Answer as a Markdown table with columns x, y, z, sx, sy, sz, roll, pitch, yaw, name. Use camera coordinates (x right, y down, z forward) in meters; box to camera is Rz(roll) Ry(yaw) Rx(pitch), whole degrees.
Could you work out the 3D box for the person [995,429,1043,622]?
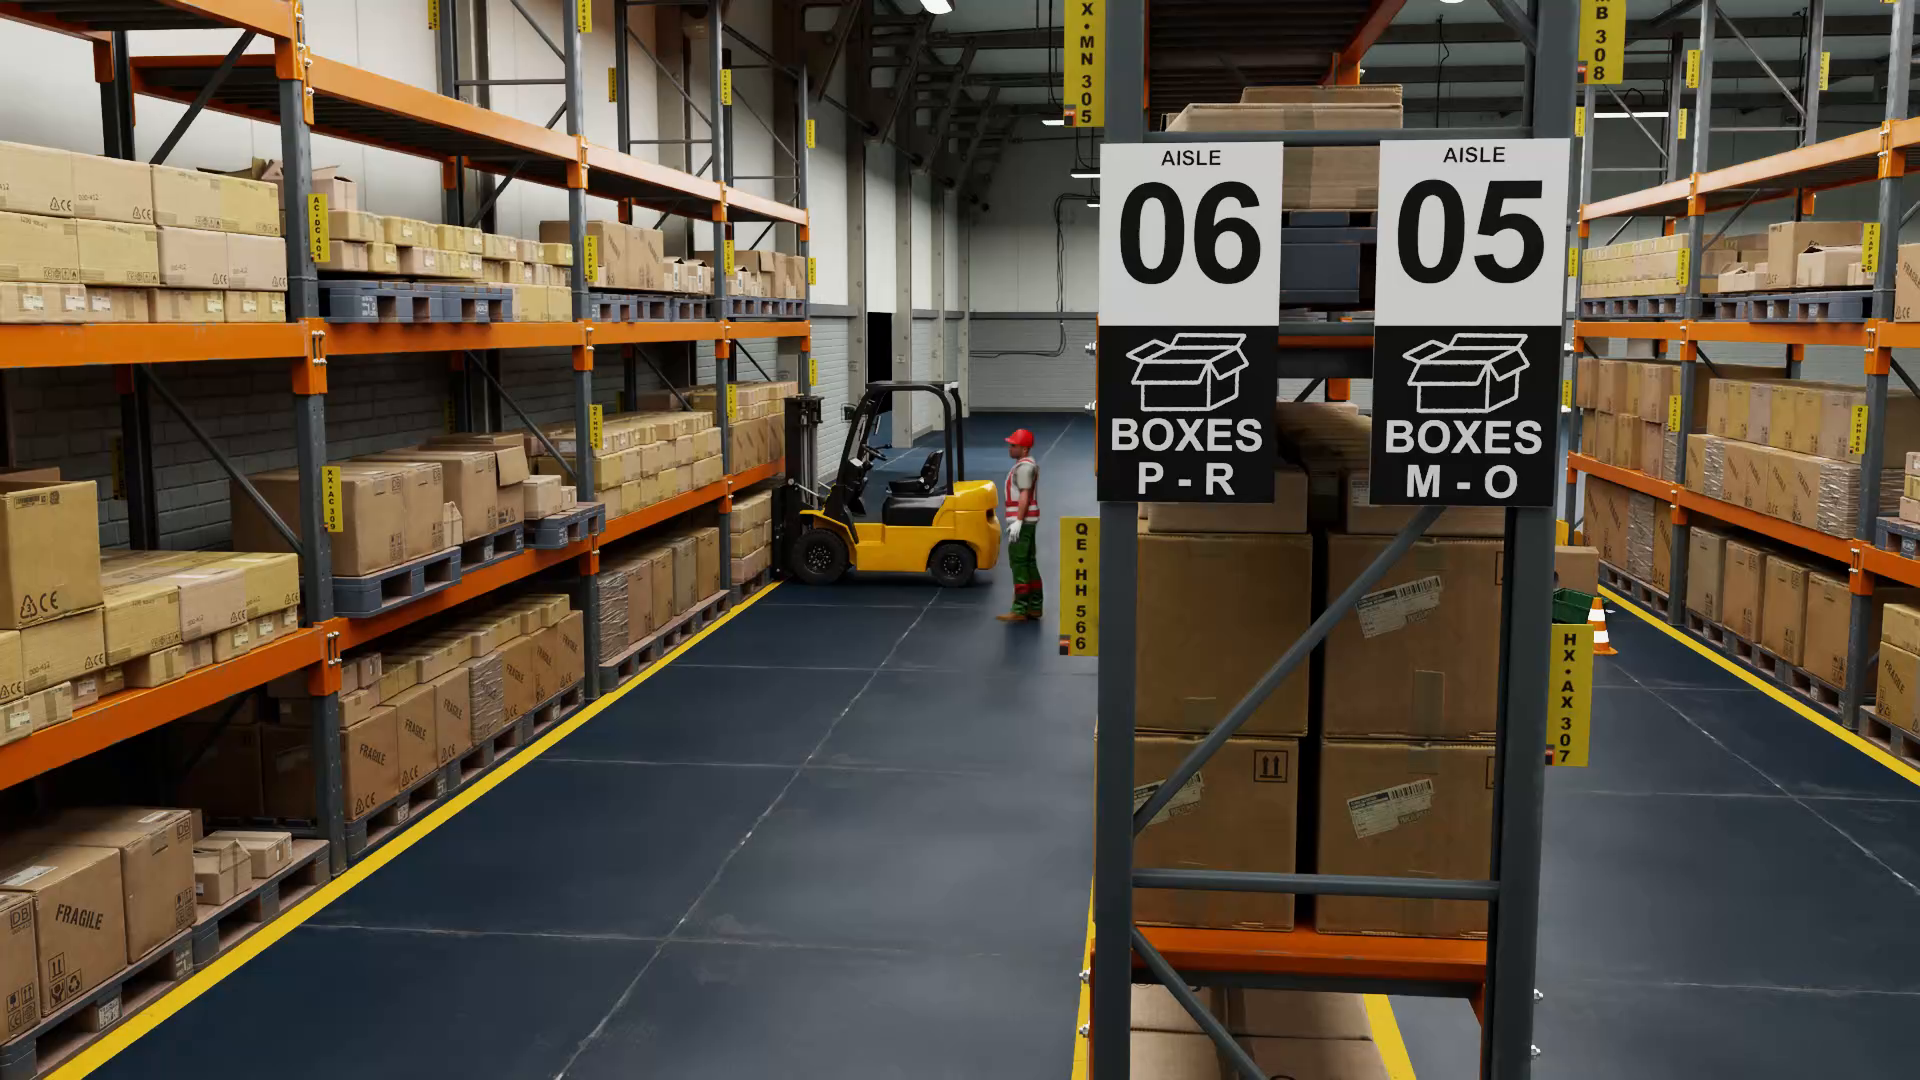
| x | y | z | sx | sy | sz | roll | pitch | yaw | name |
| --- | --- | --- | --- | --- | --- | --- | --- | --- | --- |
| 0.564 | -0.146 | 15.565 | 0.420 | 1.788 | 0.661 | 1 | 8 | 7 | person |
